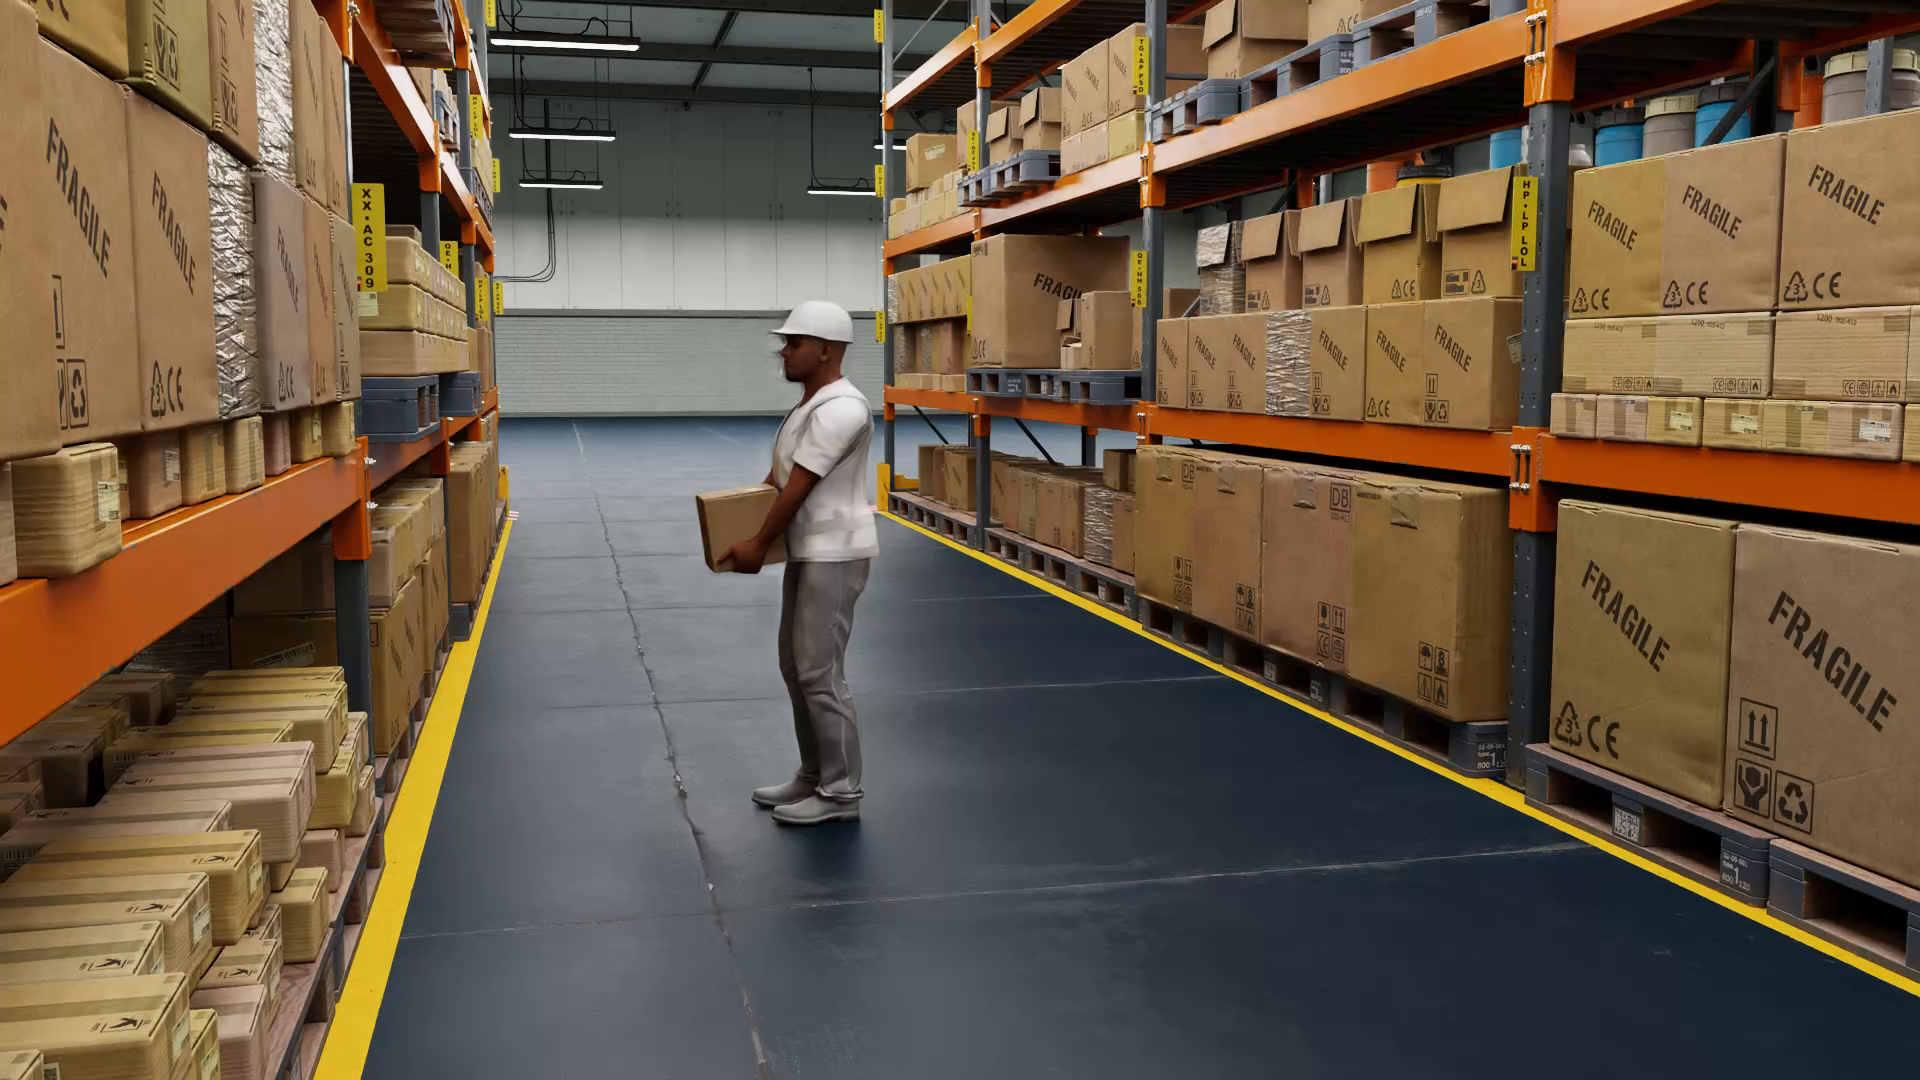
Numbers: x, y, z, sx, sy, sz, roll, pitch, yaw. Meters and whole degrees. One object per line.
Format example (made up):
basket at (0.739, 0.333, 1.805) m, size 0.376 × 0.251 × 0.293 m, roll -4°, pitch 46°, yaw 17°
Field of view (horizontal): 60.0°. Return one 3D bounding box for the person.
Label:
person at (-0.565, 0.071, 5.686) m, size 0.561 × 1.763 × 0.505 m, roll -2°, pitch 6°, yaw -15°
